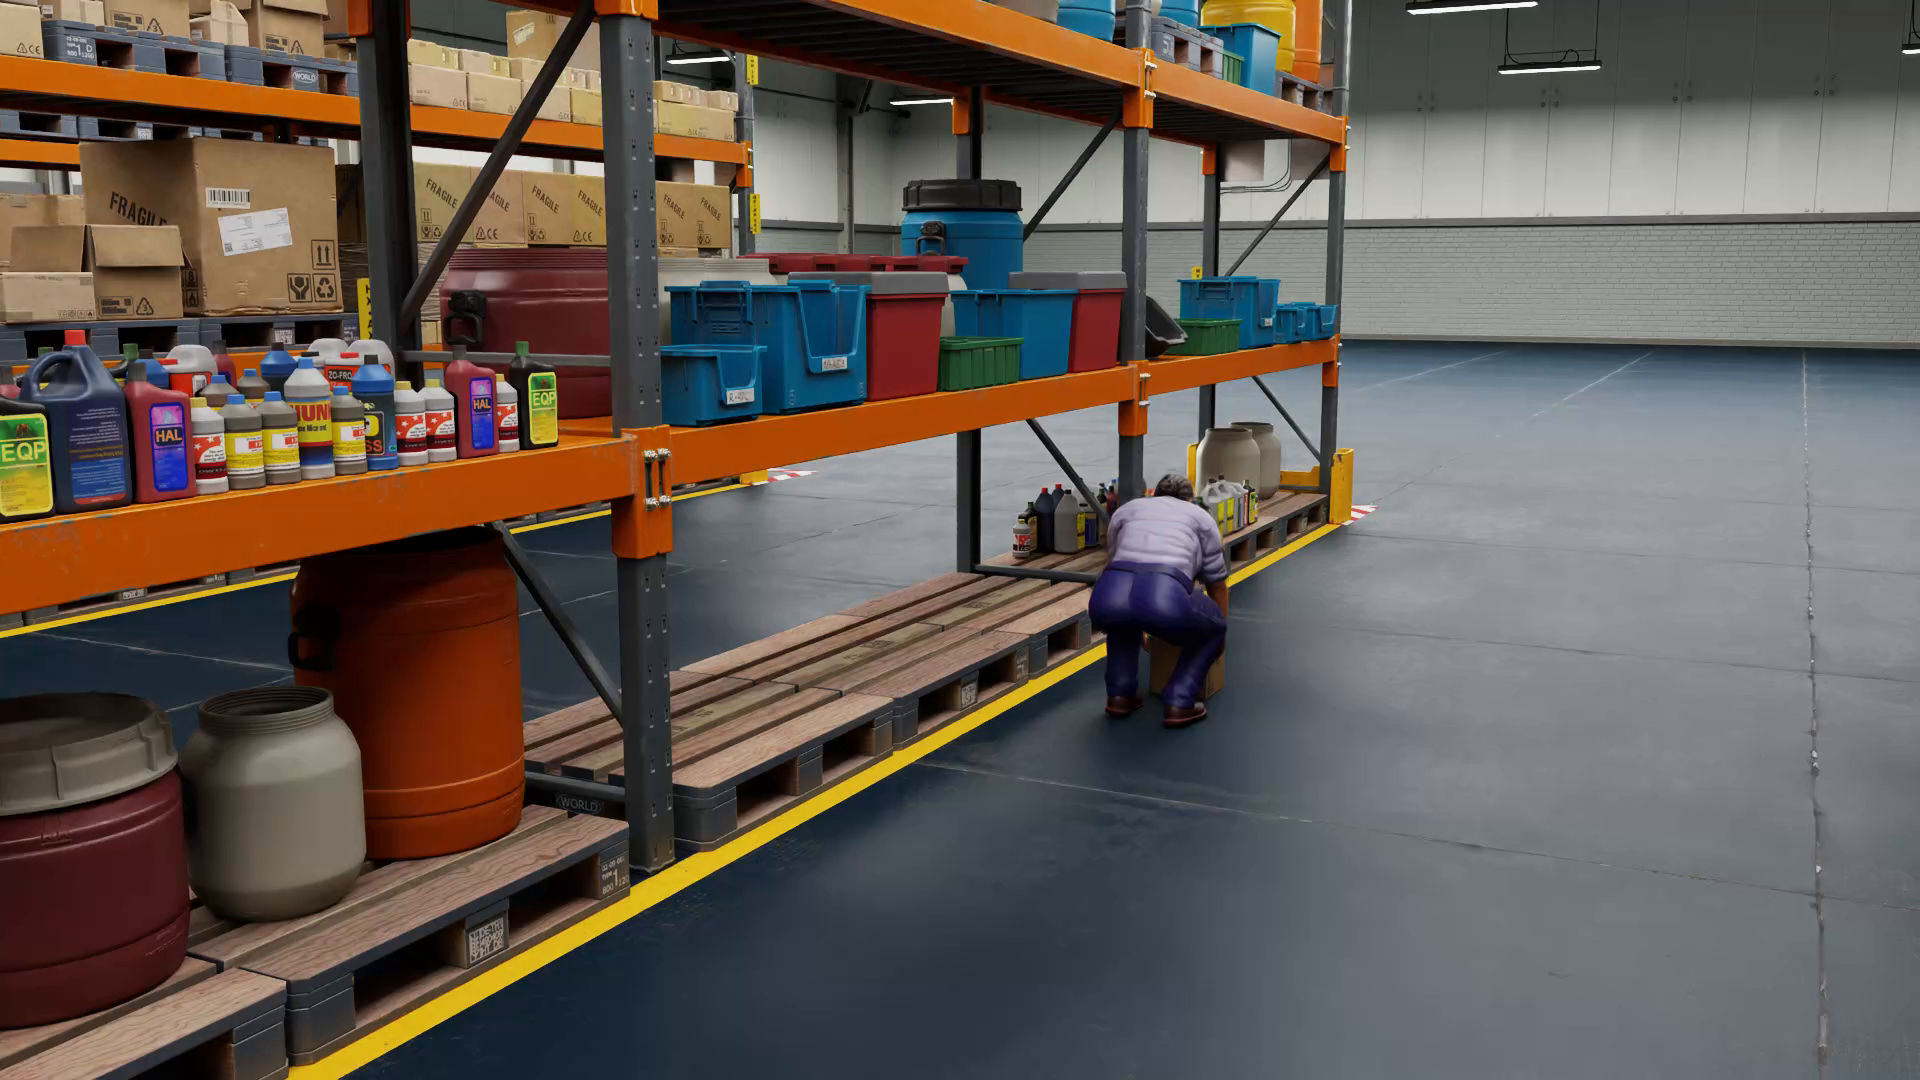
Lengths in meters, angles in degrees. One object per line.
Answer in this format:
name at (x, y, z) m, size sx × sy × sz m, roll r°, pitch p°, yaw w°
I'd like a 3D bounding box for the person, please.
person at (0.795, 0.234, 6.711) m, size 0.525 × 0.940 × 0.820 m, roll 4°, pitch 10°, yaw 26°
